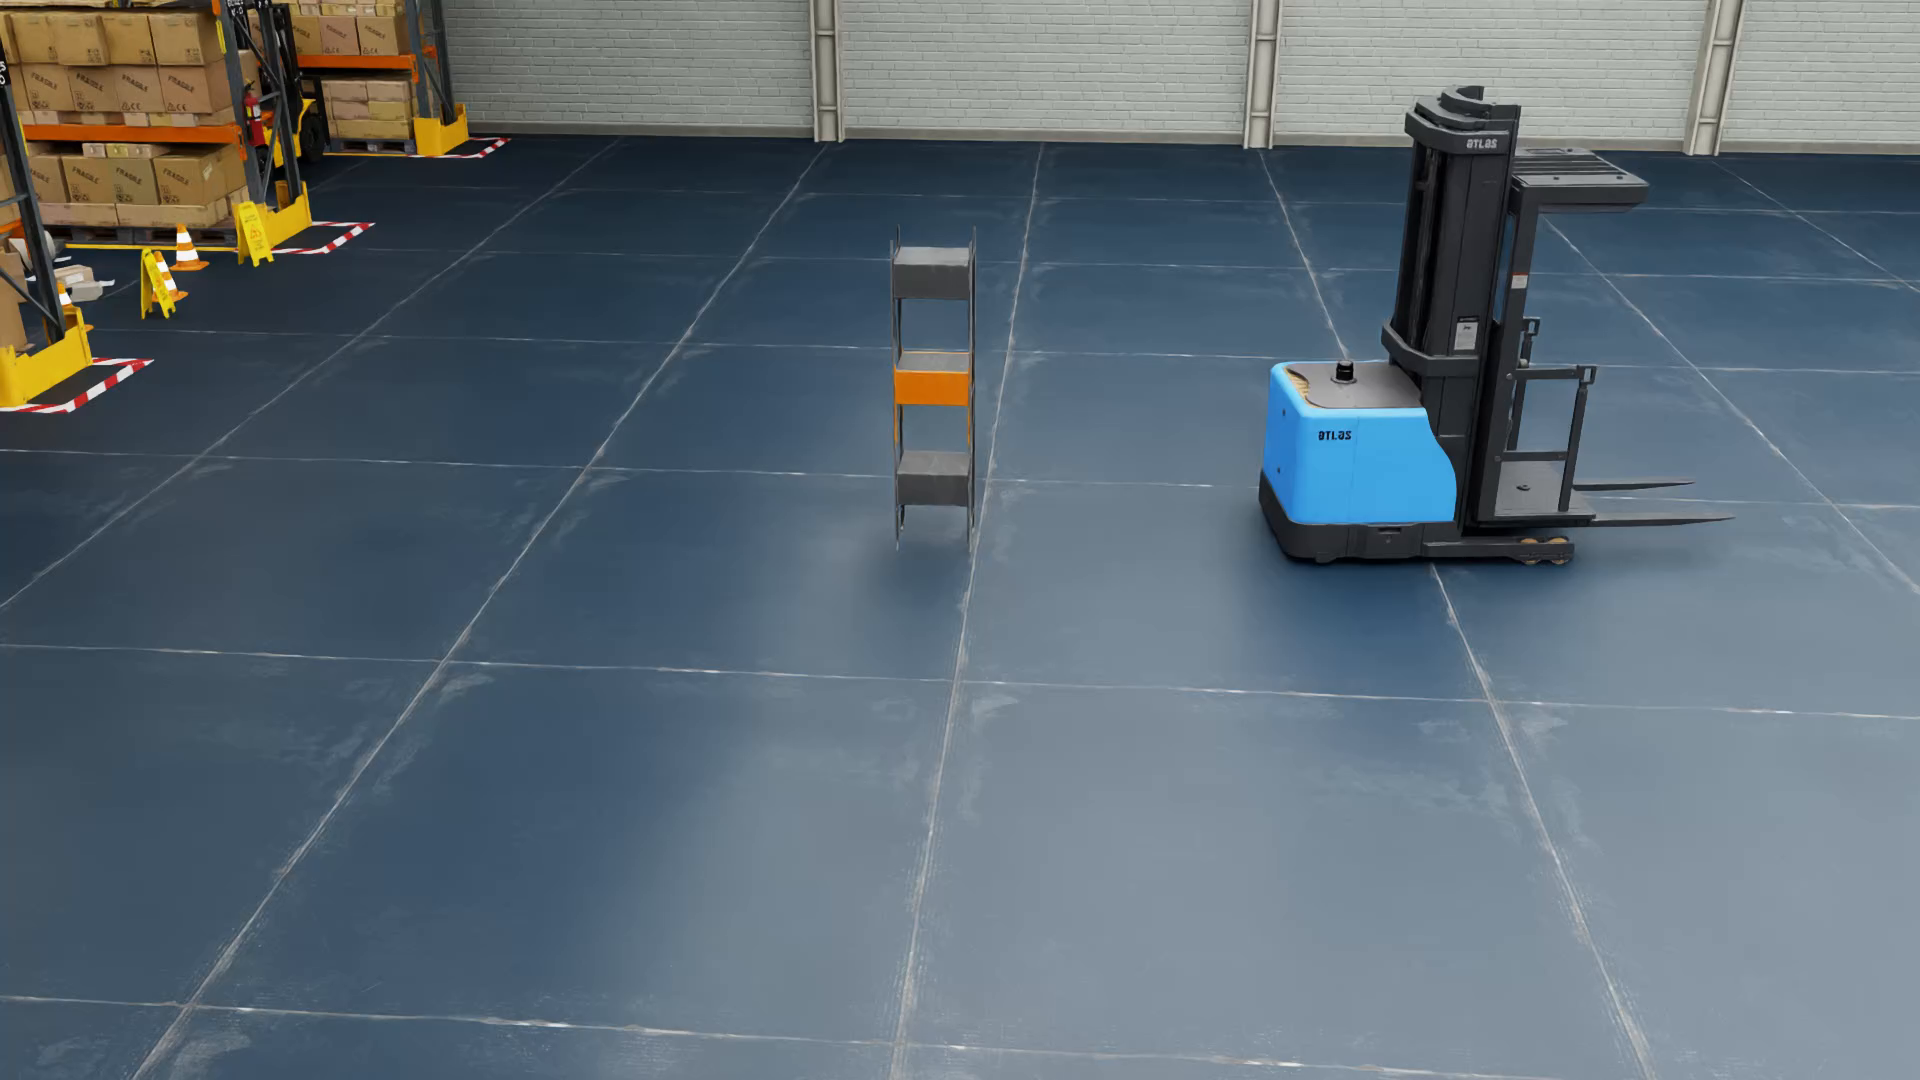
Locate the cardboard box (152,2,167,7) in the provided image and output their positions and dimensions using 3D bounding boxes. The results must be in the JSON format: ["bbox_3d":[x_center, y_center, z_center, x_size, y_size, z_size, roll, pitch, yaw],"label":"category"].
[{"bbox_3d":[-10.636,-7.171,22.351,0.250,0.149,0.380,2,25,5],"label":"cardboard box"}]

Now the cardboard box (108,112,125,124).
[{"bbox_3d":[-8.988,-4.612,17.985,0.250,0.149,0.380,2,25,5],"label":"cardboard box"}]

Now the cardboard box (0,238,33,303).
[{"bbox_3d":[-9.525,-2.629,16.361,0.637,0.503,0.797,-17,30,-32],"label":"cardboard box"}]

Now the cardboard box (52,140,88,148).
[{"bbox_3d":[-9.942,-4.234,18.752,0.500,0.500,0.500,3,25,7],"label":"cardboard box"}]

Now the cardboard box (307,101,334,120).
[{"bbox_3d":[-8.729,-5.913,22.701,0.500,0.250,0.500,1,25,3],"label":"cardboard box"}]

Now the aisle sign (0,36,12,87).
[{"bbox_3d":[-7.765,-3.999,13.243,0.004,0.787,0.394,2,25,4],"label":"aisle sign"}]

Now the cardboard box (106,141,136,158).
[{"bbox_3d":[-9.020,-4.249,18.009,0.250,0.149,0.380,2,25,5],"label":"cardboard box"}]

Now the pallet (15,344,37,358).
[{"bbox_3d":[-8.661,-1.422,14.087,1.213,0.211,1.003,2,25,4],"label":"pallet"}]

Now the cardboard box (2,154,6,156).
[{"bbox_3d":[-10.368,-4.291,18.100,0.250,0.149,0.380,3,25,6],"label":"cardboard box"}]

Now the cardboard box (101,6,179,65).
[{"bbox_3d":[-8.610,-5.341,17.598,0.500,0.500,0.700,2,25,4],"label":"cardboard box"}]

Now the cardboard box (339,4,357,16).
[{"bbox_3d":[-8.082,-7.095,22.185,0.250,0.149,0.380,2,25,5],"label":"cardboard box"}]

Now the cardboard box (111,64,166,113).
[{"bbox_3d":[-8.641,-4.863,17.754,0.500,0.500,0.500,2,25,4],"label":"cardboard box"}]

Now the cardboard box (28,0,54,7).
[{"bbox_3d":[-12.321,-7.201,22.415,0.250,0.149,0.380,1,25,2],"label":"cardboard box"}]

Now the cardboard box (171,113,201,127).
[{"bbox_3d":[-8.230,-4.532,17.812,0.250,0.149,0.380,2,25,3],"label":"cardboard box"}]

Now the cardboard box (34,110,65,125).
[{"bbox_3d":[-9.751,-4.591,17.939,0.250,0.149,0.380,2,25,4],"label":"cardboard box"}]

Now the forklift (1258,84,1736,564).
[{"bbox_3d":[3.628,-1.393,10.771,3.031,2.935,1.130,-1,25,-2],"label":"forklift"}]

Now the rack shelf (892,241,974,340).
[{"bbox_3d":[-0.165,-1.583,10.536,0.480,0.518,0.431,2,25,4],"label":"rack shelf"}]

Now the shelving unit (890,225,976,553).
[{"bbox_3d":[-0.165,-0.959,10.823,0.503,2.100,0.431,2,25,4],"label":"shelving unit"}]

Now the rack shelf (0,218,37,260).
[{"bbox_3d":[-9.852,-2.433,13.809,4.000,0.370,1.077,2,25,4],"label":"rack shelf"}]

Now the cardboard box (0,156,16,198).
[{"bbox_3d":[-10.466,-4.029,18.306,0.500,0.500,0.500,3,25,6],"label":"cardboard box"}]

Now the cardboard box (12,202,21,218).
[{"bbox_3d":[-10.468,-3.688,18.463,0.500,0.250,0.500,3,25,7],"label":"cardboard box"}]

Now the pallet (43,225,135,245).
[{"bbox_3d":[-9.676,-3.578,18.774,1.213,0.211,1.003,2,25,4],"label":"pallet"}]

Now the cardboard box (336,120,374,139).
[{"bbox_3d":[-8.192,-5.676,22.783,0.500,0.250,0.500,2,25,4],"label":"cardboard box"}]

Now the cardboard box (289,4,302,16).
[{"bbox_3d":[-8.852,-7.096,22.187,0.250,0.149,0.380,2,25,4],"label":"cardboard box"}]

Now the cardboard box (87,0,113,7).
[{"bbox_3d":[-11.550,-7.217,22.451,0.250,0.149,0.380,3,25,6],"label":"cardboard box"}]

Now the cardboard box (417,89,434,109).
[{"bbox_3d":[-7.657,-6.101,23.110,0.500,0.250,0.500,2,25,5],"label":"cardboard box"}]

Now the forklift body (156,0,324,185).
[{"bbox_3d":[-9.234,-5.746,21.163,1.214,2.155,2.313,2,25,4],"label":"forklift body"}]

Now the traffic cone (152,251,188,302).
[{"bbox_3d":[-7.854,-2.612,16.373,0.334,0.463,0.336,2,25,4],"label":"traffic cone"}]

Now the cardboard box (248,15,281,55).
[{"bbox_3d":[-9.244,-6.831,22.387,0.500,0.500,0.500,2,25,4],"label":"cardboard box"}]

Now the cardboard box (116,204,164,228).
[{"bbox_3d":[-8.922,-3.637,18.353,0.500,0.250,0.500,2,25,4],"label":"cardboard box"}]

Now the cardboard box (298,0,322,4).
[{"bbox_3d":[-8.599,-7.223,22.107,0.250,0.149,0.380,2,25,5],"label":"cardboard box"}]

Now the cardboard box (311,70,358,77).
[{"bbox_3d":[-8.665,-6.356,23.065,0.500,0.250,0.500,2,25,4],"label":"cardboard box"}]

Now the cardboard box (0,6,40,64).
[{"bbox_3d":[-10.140,-5.367,17.655,0.500,0.500,0.700,1,25,3],"label":"cardboard box"}]

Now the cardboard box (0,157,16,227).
[{"bbox_3d":[-8.232,-2.757,13.473,0.550,0.550,0.875,2,25,4],"label":"cardboard box"}]

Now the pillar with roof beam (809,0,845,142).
[{"bbox_3d":[-2.176,-7.968,17.801,0.400,9.000,9.100,2,25,4],"label":"pillar with roof beam"}]

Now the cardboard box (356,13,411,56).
[{"bbox_3d":[-7.715,-6.782,22.282,0.500,0.500,0.500,1,25,3],"label":"cardboard box"}]

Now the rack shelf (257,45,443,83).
[{"bbox_3d":[-9.198,-6.568,22.796,4.000,0.370,1.077,2,25,4],"label":"rack shelf"}]

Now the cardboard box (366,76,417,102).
[{"bbox_3d":[-7.687,-6.111,22.534,0.500,0.250,0.500,3,25,6],"label":"cardboard box"}]

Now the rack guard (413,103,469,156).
[{"bbox_3d":[-7.180,-5.694,23.027,0.348,0.500,1.175,2,25,4],"label":"rack guard"}]

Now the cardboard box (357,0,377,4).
[{"bbox_3d":[-7.825,-7.225,22.111,0.250,0.149,0.380,2,25,4],"label":"cardboard box"}]

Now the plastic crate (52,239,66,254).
[{"bbox_3d":[-10.066,-3.172,18.047,0.583,0.080,0.402,-7,26,-14],"label":"plastic crate"}]

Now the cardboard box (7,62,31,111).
[{"bbox_3d":[-10.149,-4.912,17.862,0.500,0.500,0.500,2,25,4],"label":"cardboard box"}]

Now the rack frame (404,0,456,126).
[{"bbox_3d":[-7.204,-6.831,22.507,0.127,3.000,1.000,2,25,4],"label":"rack frame"}]

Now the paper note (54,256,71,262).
[{"bbox_3d":[-9.572,-3.001,17.736,0.148,0.019,0.142,-7,26,-14],"label":"paper note"}]

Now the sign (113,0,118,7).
[{"bbox_3d":[-11.224,-7.222,22.067,0.005,0.325,0.100,2,25,4],"label":"sign"}]

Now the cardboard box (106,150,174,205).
[{"bbox_3d":[-8.919,-3.976,18.193,0.500,0.500,0.500,3,25,6],"label":"cardboard box"}]
